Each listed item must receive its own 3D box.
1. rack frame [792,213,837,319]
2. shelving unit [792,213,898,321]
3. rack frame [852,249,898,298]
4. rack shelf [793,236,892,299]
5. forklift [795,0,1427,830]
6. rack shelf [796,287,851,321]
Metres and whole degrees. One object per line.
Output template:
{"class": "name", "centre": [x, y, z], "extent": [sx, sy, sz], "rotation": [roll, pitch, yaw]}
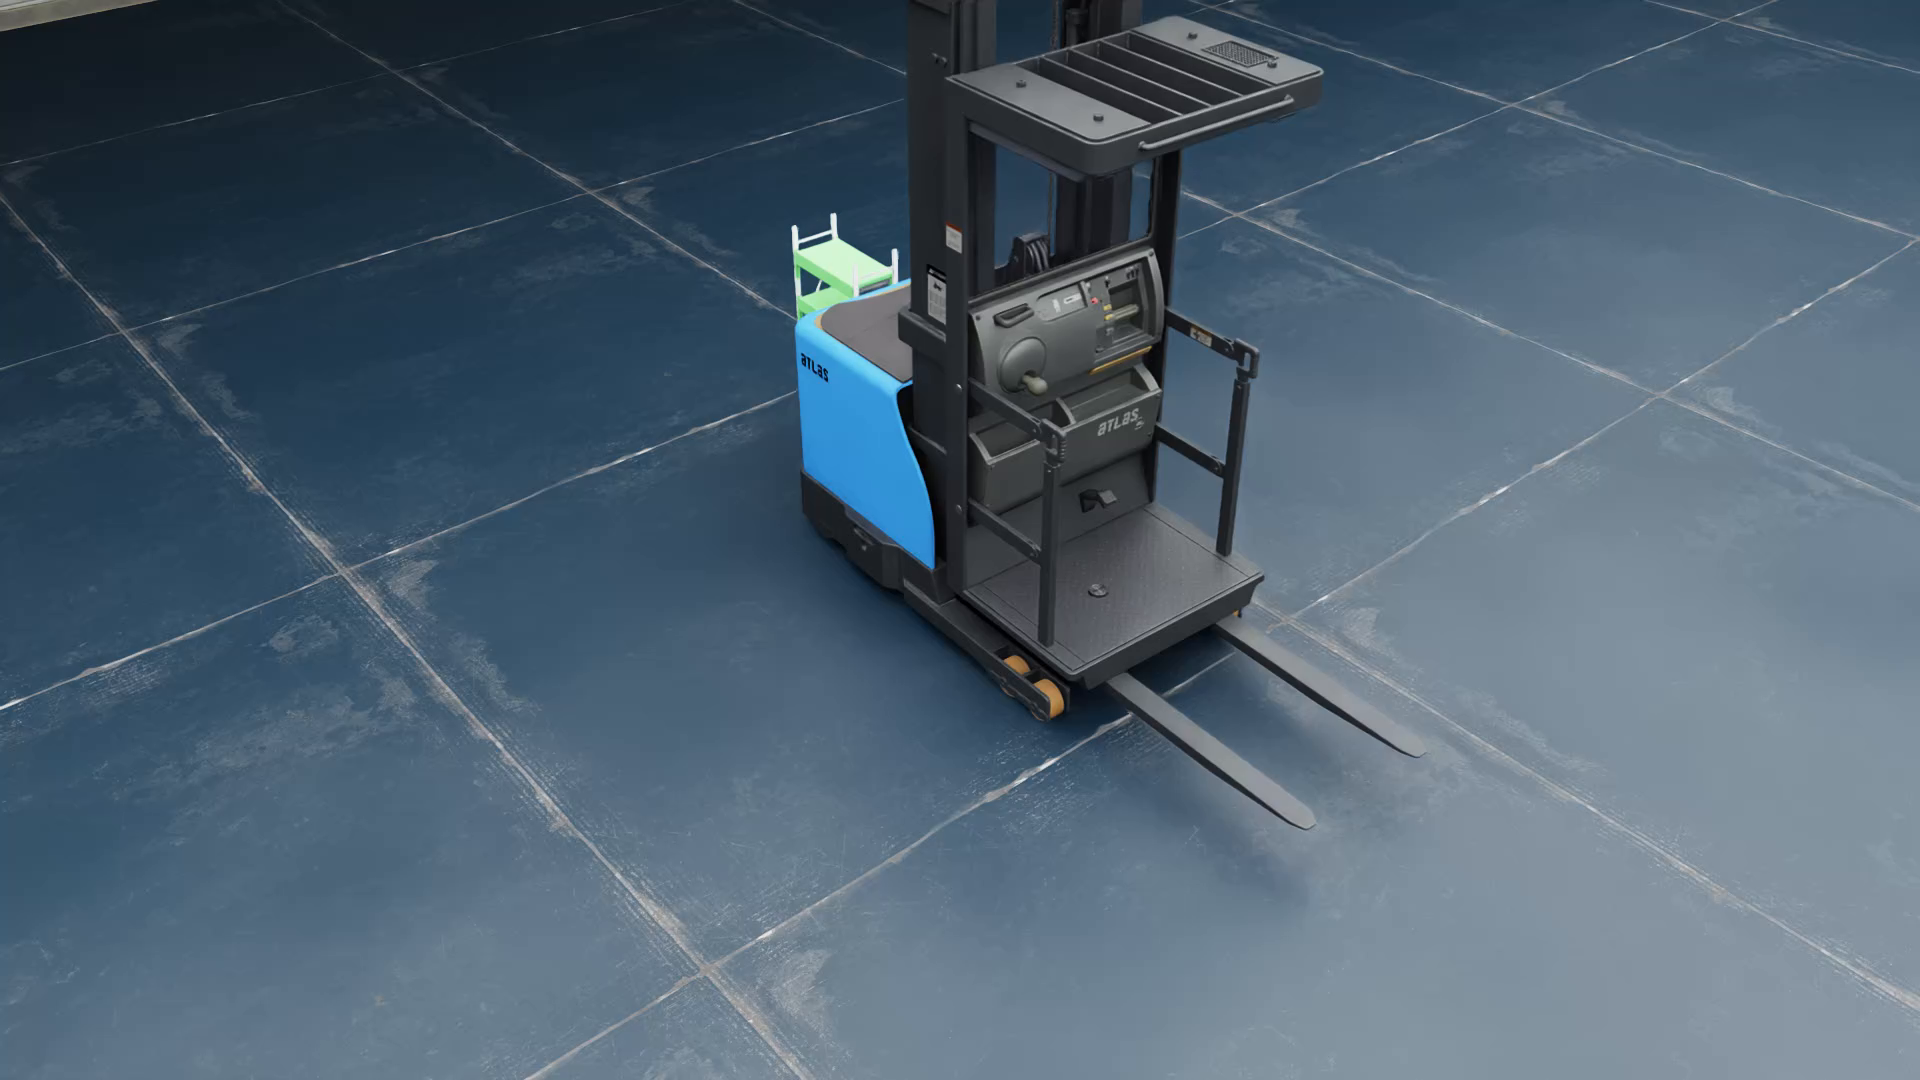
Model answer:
{"class": "rack frame", "centre": [-0.684, -1.007, 8.134], "extent": [0.240, 1.200, 0.015], "rotation": [-24, 42, -30]}
{"class": "shelving unit", "centre": [-0.534, -0.896, 7.977], "extent": [0.258, 1.200, 0.503], "rotation": [-24, 42, -30]}
{"class": "rack frame", "centre": [-0.383, -0.785, 7.820], "extent": [0.240, 1.200, 0.015], "rotation": [-24, 42, -30]}
{"class": "rack shelf", "centre": [-0.534, -1.236, 7.737], "extent": [0.258, 0.148, 0.480], "rotation": [-24, 42, -30]}
{"class": "forklift", "centre": [0.563, -0.792, 6.333], "extent": [1.130, 2.935, 3.031], "rotation": [-24, 42, -30]}
{"class": "rack shelf", "centre": [-0.534, -1.040, 7.875], "extent": [0.258, 0.148, 0.480], "rotation": [-24, 42, -30]}
